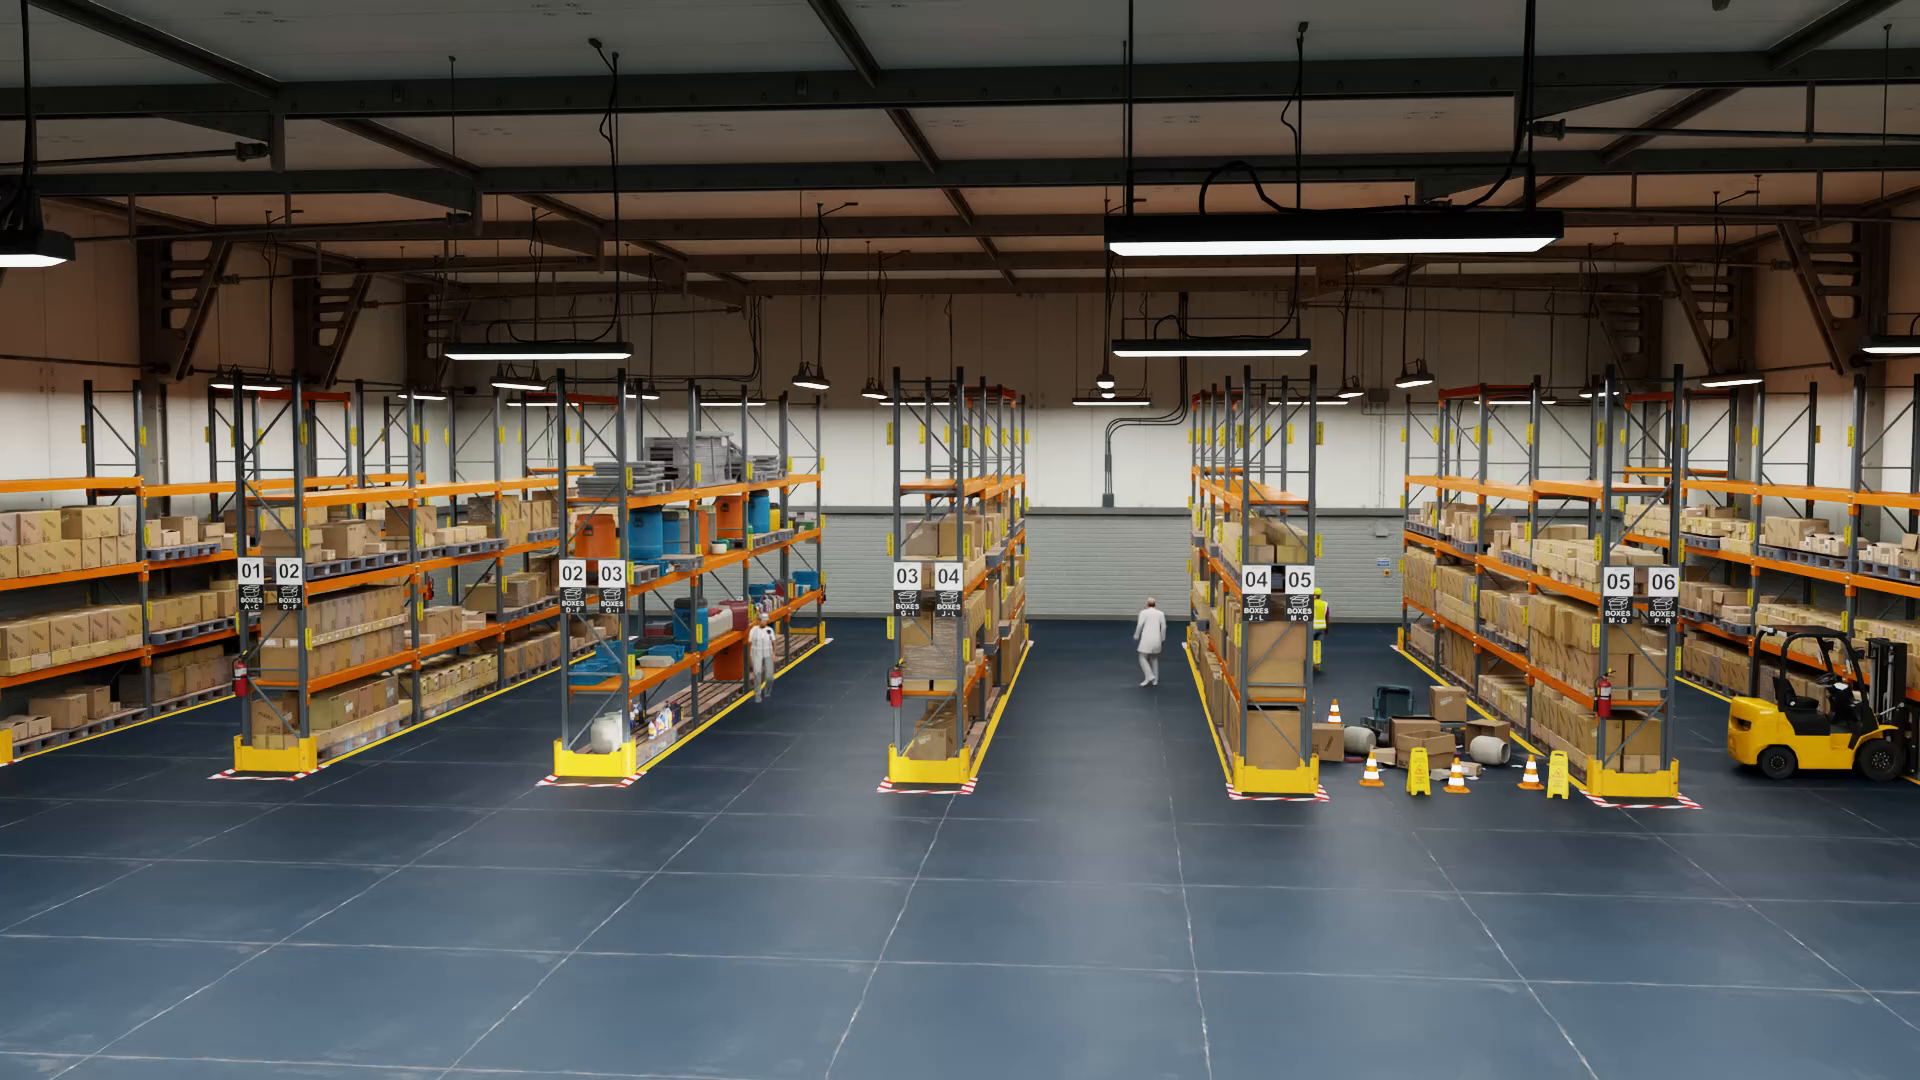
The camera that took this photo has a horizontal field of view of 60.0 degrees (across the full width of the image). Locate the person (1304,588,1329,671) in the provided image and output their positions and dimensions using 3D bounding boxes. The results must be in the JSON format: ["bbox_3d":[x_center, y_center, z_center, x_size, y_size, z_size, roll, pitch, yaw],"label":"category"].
[{"bbox_3d":[7.627,1.917,35.630,0.609,1.787,0.403,-1,4,-22],"label":"person"}]

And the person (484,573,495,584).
[{"bbox_3d":[-11.609,1.614,41.156,0.970,1.605,0.437,-1,4,-22],"label":"person"}]

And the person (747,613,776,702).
[{"bbox_3d":[-3.549,2.110,30.056,0.509,1.554,0.731,-1,4,-17],"label":"person"}]

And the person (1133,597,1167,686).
[{"bbox_3d":[3.875,2.104,33.517,0.659,1.655,0.668,-1,4,-18],"label":"person"}]
